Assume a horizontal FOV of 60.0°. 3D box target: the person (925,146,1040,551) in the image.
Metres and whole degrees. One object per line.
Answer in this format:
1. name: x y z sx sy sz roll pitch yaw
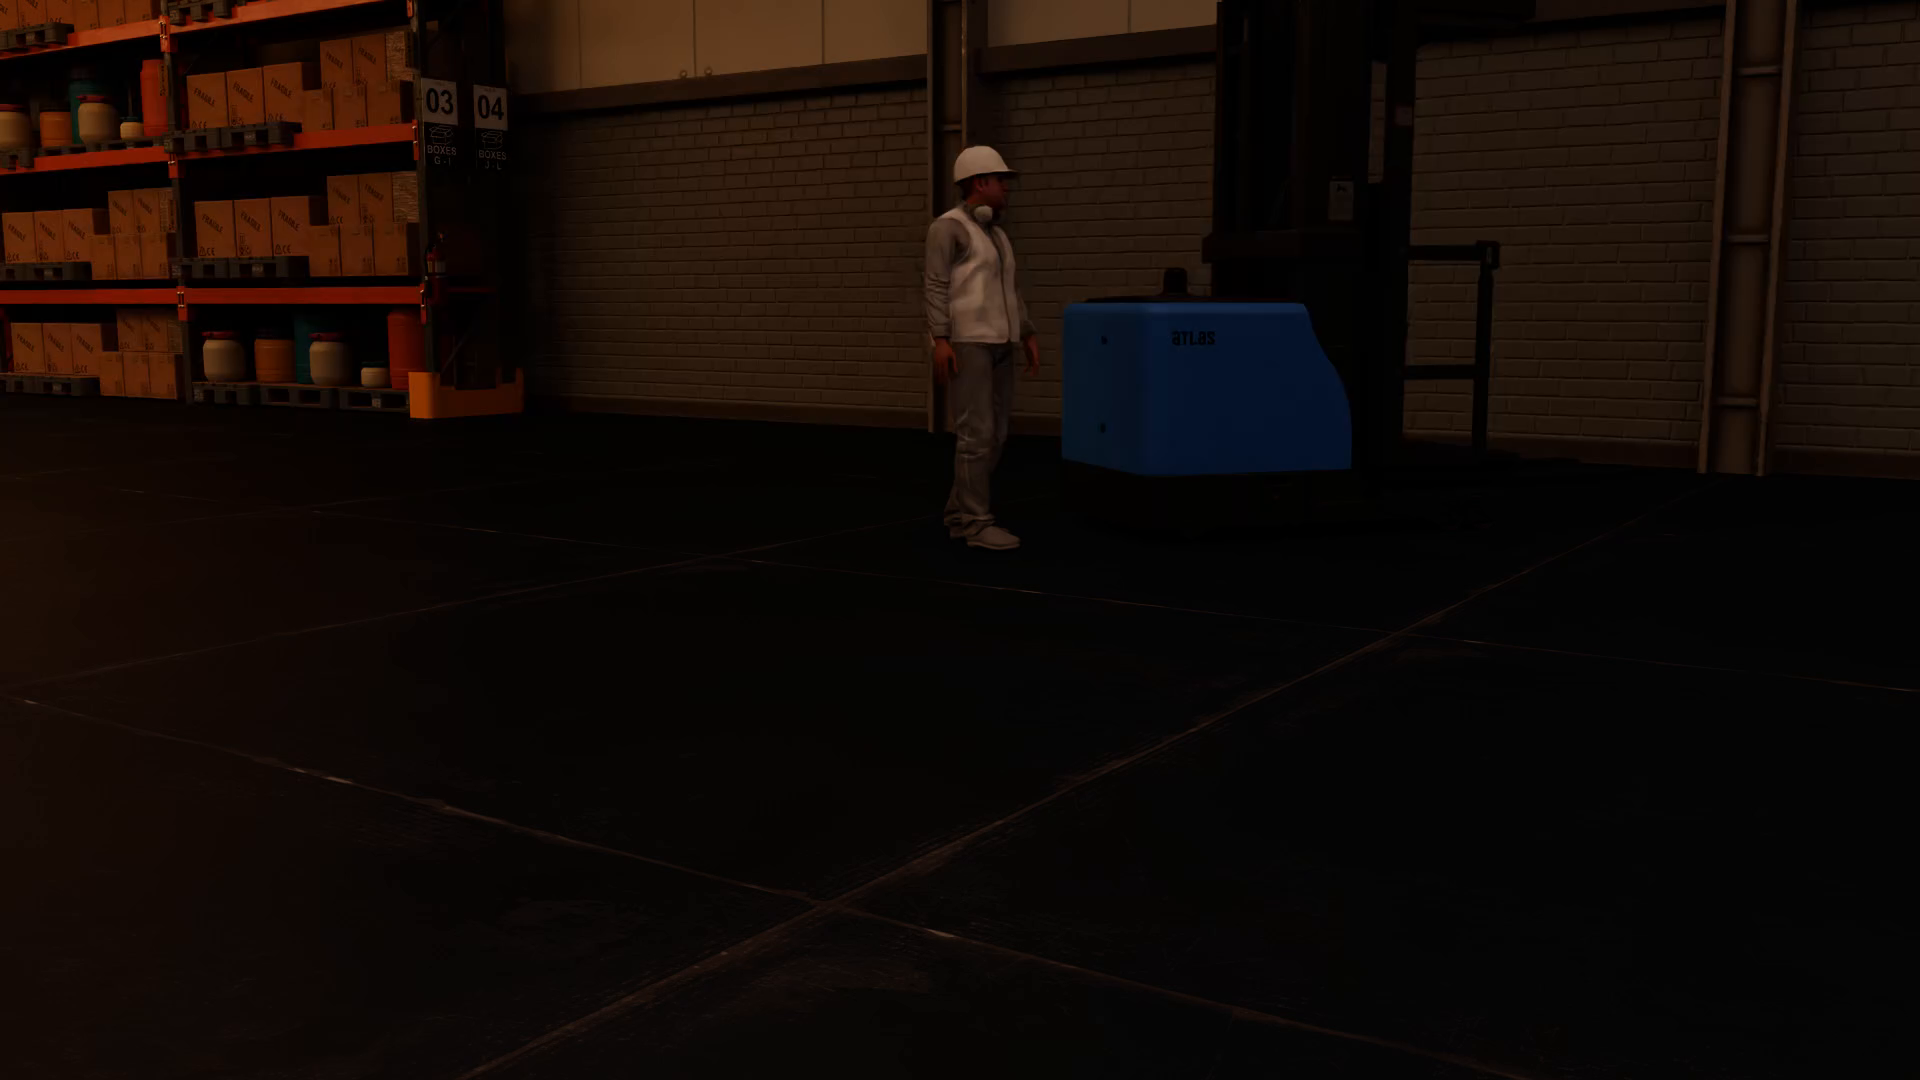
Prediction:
1. person: 0.155 -0.865 7.444 0.542 1.771 0.669 5 9 30

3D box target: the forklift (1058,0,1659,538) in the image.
1. forklift: 2.063 -1.561 8.172 3.031 2.935 1.130 -3 9 -20
